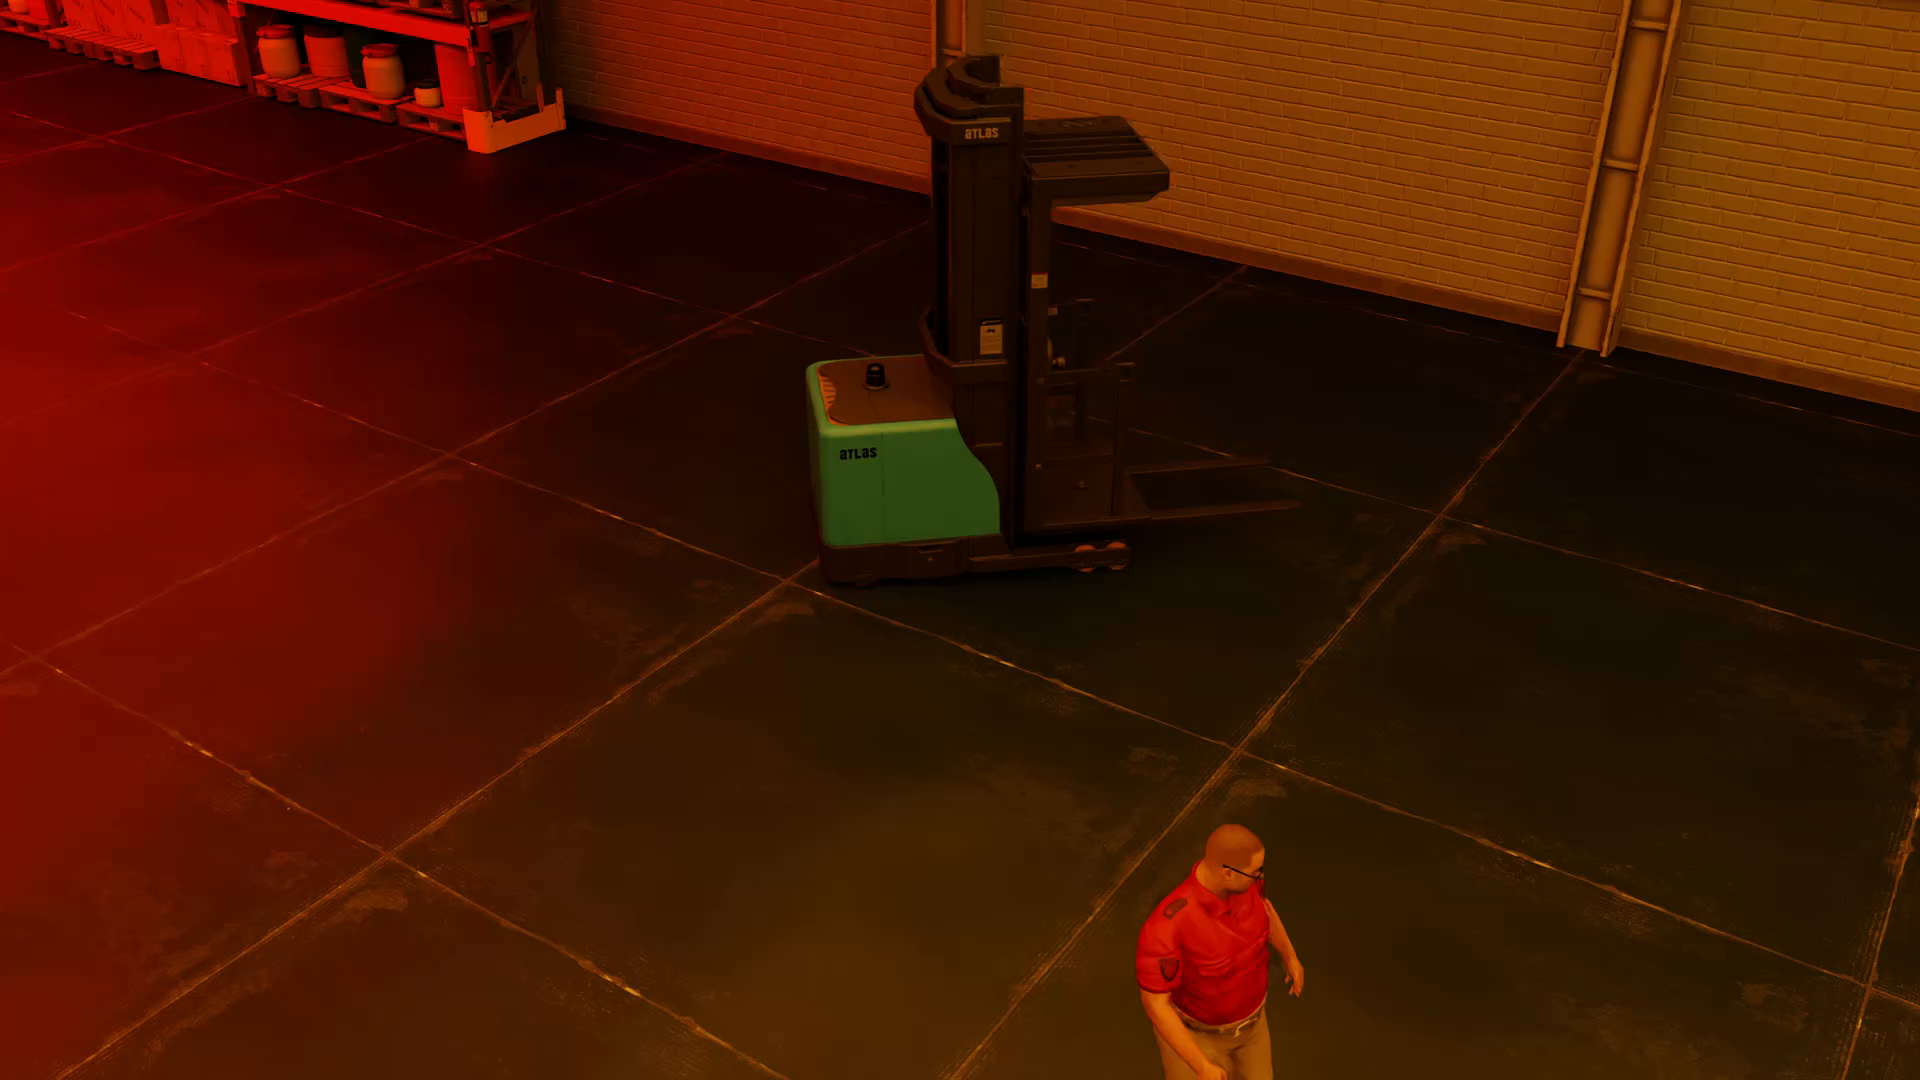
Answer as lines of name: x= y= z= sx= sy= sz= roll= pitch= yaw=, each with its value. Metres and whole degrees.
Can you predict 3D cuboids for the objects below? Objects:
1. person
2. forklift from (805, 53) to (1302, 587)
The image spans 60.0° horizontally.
person: x=0.951 y=1.710 z=5.893 sx=0.781 sy=1.712 sz=0.488 roll=-19 pitch=35 yaw=-29
forklift: x=0.599 y=-1.328 z=9.868 sx=3.031 sy=2.935 sz=1.130 roll=-5 pitch=30 yaw=-8
